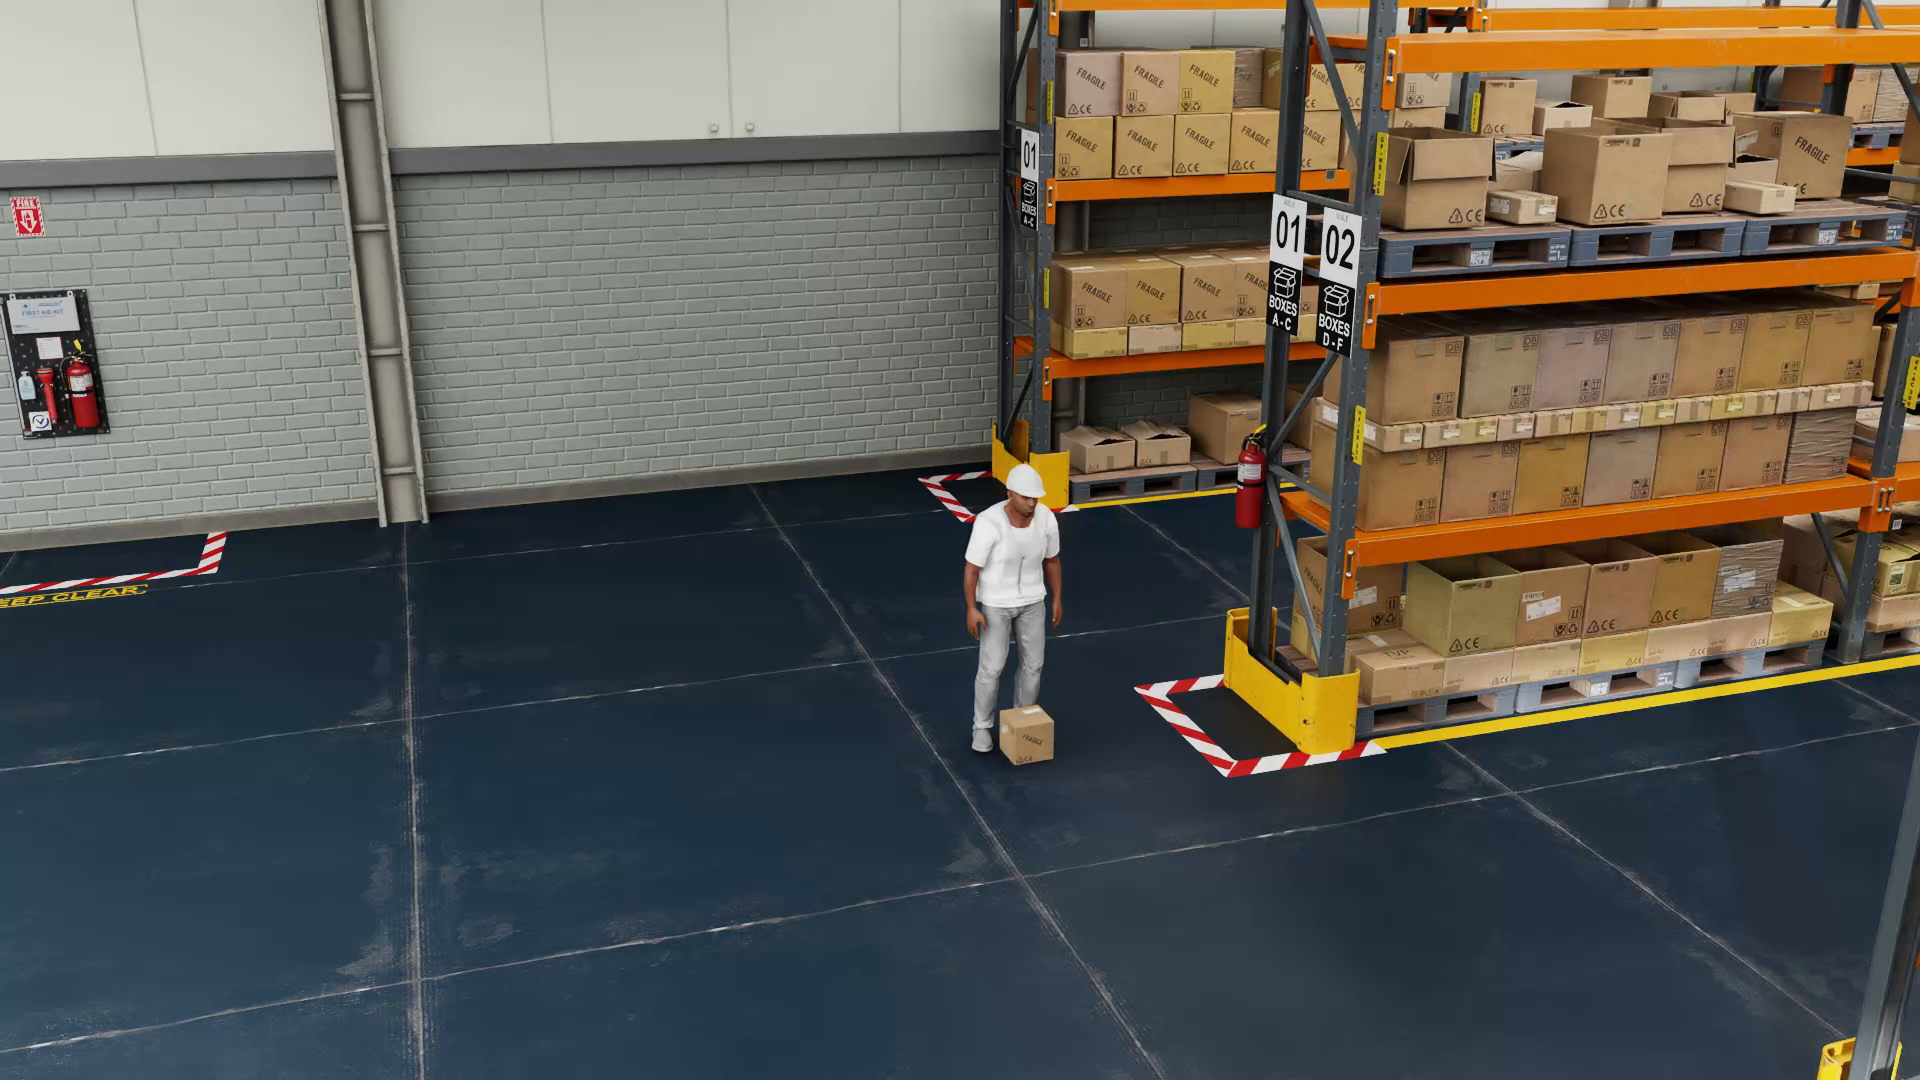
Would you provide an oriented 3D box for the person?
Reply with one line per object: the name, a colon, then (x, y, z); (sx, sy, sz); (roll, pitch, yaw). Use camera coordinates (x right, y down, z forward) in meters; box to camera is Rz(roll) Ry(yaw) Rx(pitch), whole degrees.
person: (0.328, 0.384, 9.930); (0.634, 1.759, 0.460); (-7, 20, -20)
